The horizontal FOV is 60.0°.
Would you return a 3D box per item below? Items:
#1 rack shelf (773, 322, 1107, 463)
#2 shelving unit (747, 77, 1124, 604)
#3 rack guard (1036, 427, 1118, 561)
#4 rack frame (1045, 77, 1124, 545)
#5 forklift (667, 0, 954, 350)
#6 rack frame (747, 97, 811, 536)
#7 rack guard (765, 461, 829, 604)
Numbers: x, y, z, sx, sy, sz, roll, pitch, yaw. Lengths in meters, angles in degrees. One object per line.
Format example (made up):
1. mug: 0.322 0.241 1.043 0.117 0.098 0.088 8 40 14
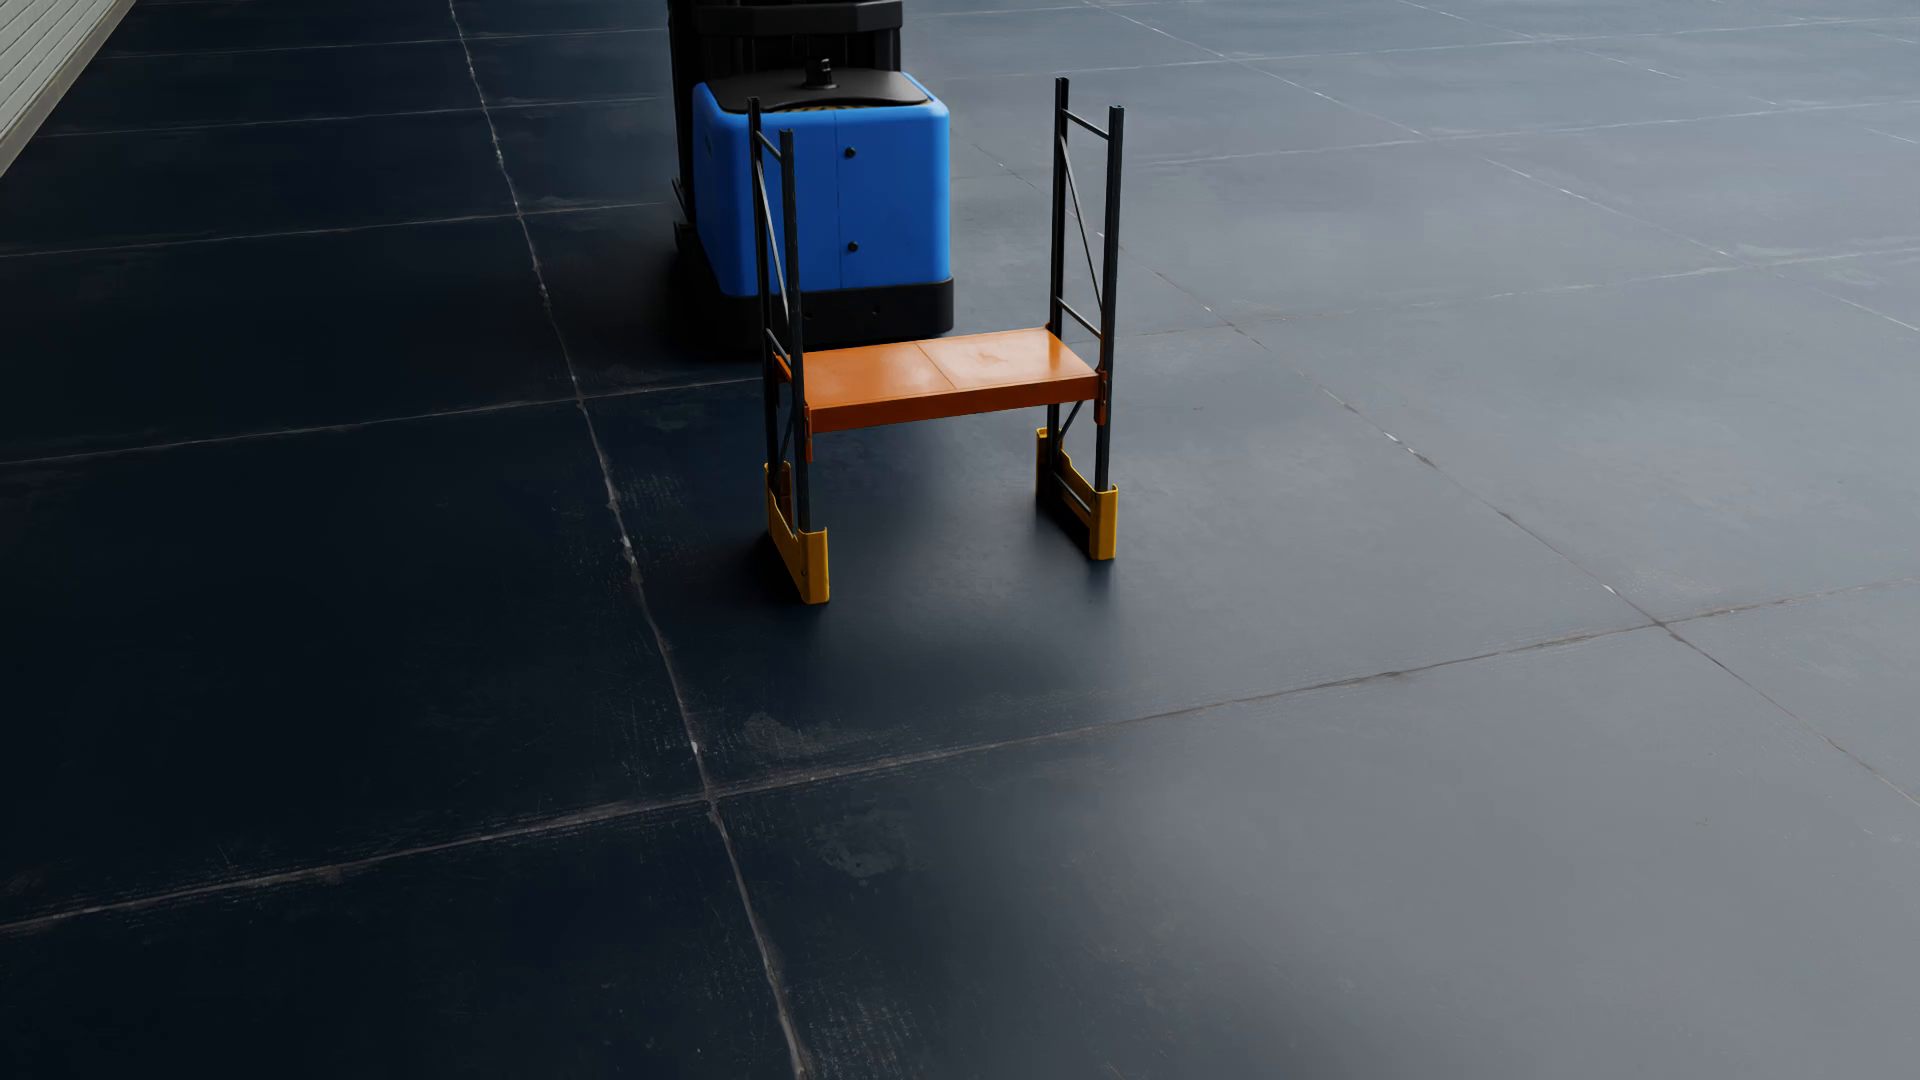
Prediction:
1. rack shelf: -0.081 -0.499 5.473 1.000 0.185 0.538 -8 28 -16
2. shelving unit: -0.073 -0.661 5.395 1.083 1.500 0.587 -8 28 -16
3. rack guard: 0.401 -0.170 5.811 0.087 0.250 0.587 -8 28 -16
4. rack frame: 0.402 -0.730 5.534 0.032 1.500 0.500 -8 28 -16
5. forklift: -0.888 -2.775 8.043 1.130 2.935 3.031 -6 27 -13
6. rack frame: -0.564 -0.590 5.252 0.032 1.500 0.500 -8 28 -16
7. rack guard: -0.546 -0.033 5.535 0.087 0.250 0.587 -8 28 -16
